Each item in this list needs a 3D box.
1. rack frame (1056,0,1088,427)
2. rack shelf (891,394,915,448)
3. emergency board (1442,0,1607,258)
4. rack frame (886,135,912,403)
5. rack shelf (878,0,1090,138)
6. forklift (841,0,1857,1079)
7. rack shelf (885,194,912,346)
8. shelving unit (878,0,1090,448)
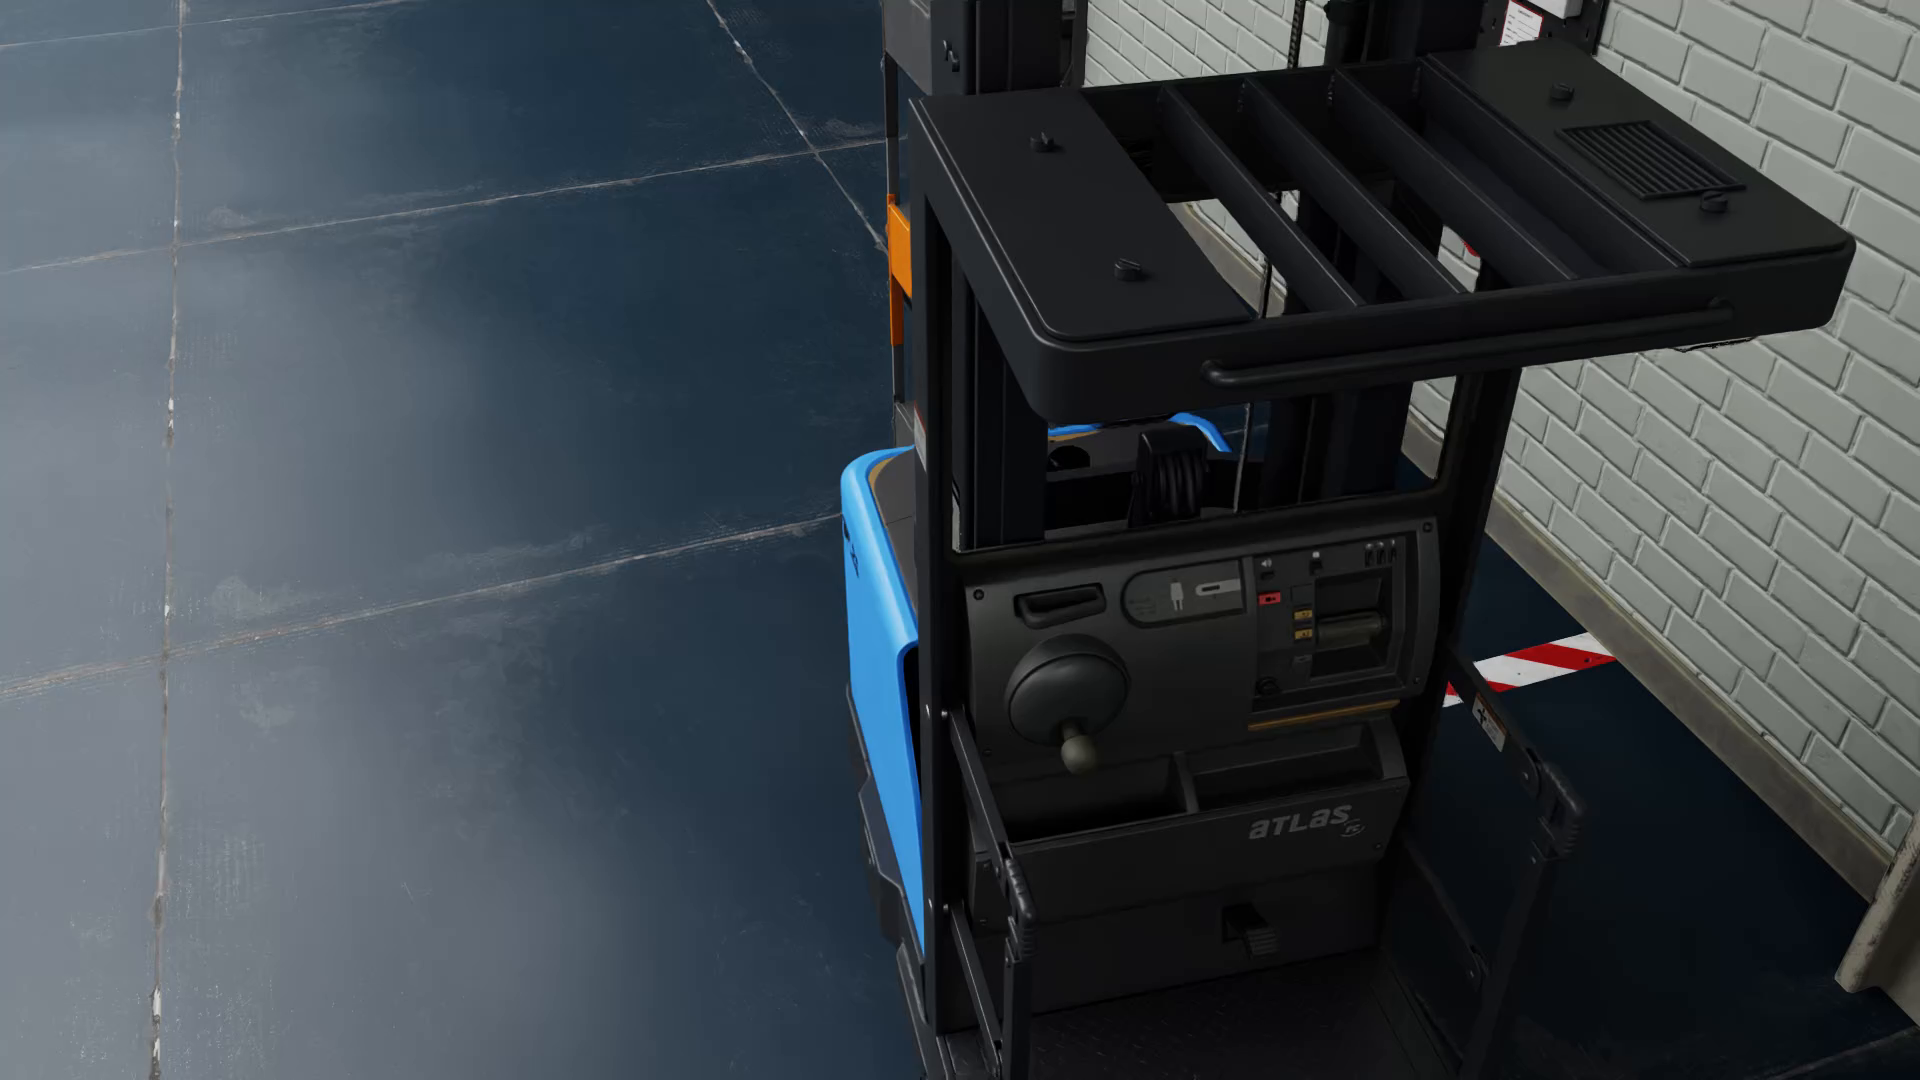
[{"bbox_3d":[0.141,-0.607,4.811,0.400,2.100,0.015,-12,39,-16],"label":"rack frame"},{"bbox_3d":[0.057,-0.175,5.423,0.431,0.518,0.480,-12,39,-16],"label":"rack shelf"},{"bbox_3d":[1.636,-1.403,5.119,0.194,1.169,0.643,-12,39,-16],"label":"emergency board"},{"bbox_3d":[-0.027,-0.883,5.177,0.400,2.100,0.015,-12,39,-16],"label":"rack frame"},{"bbox_3d":[0.057,-1.293,4.581,0.431,0.518,0.480,-12,39,-16],"label":"rack shelf"},{"bbox_3d":[0.519,0.260,2.969,1.130,2.935,3.031,-8,38,-11],"label":"forklift"},{"bbox_3d":[0.057,-0.734,5.002,0.431,0.518,0.480,-12,39,-16],"label":"rack shelf"},{"bbox_3d":[0.057,-0.745,4.994,0.431,2.100,0.503,-12,39,-16],"label":"shelving unit"}]
